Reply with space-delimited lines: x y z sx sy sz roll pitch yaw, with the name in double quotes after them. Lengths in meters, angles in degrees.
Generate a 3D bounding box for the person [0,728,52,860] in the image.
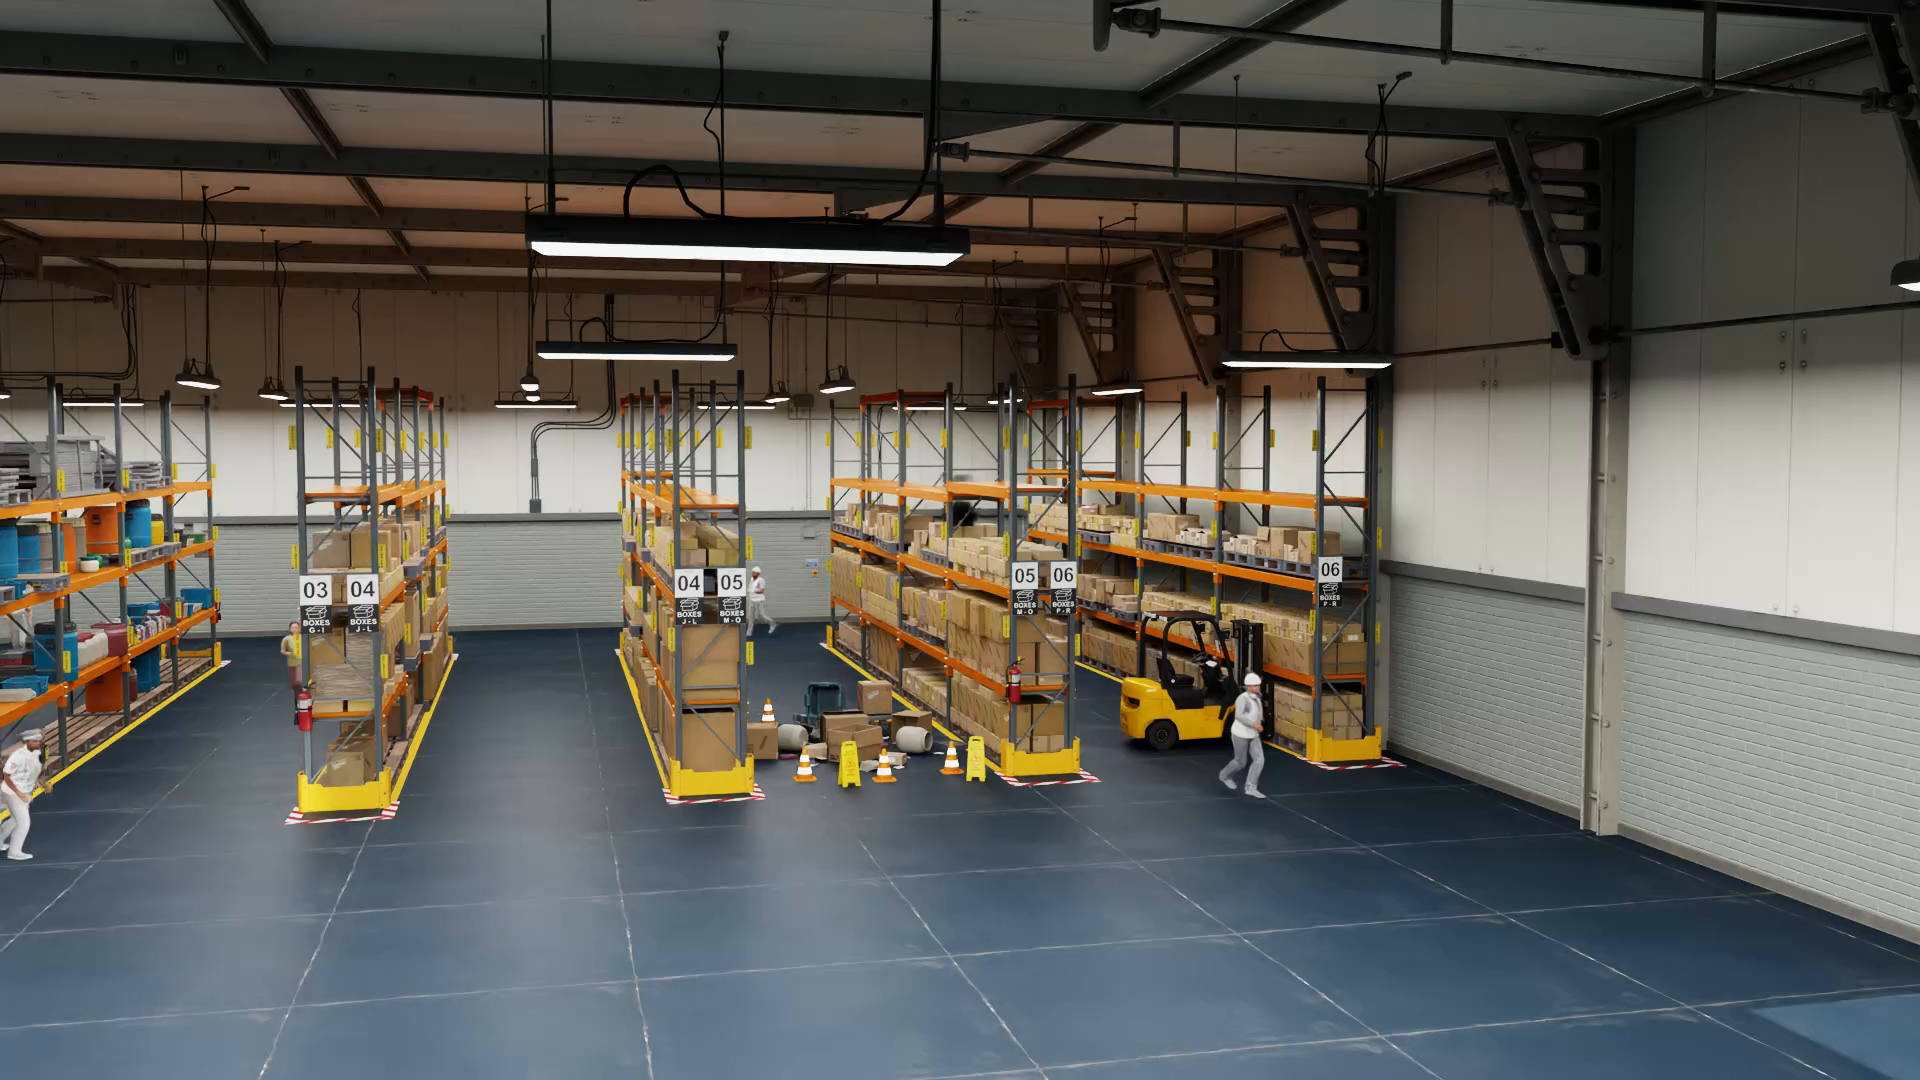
-11.319 3.026 19.916 0.802 1.588 0.607 0 3 -1 "person"

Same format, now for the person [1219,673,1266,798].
3.954 2.728 23.406 0.628 1.750 0.829 -3 5 -44 "person"

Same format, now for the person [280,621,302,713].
-12.260 2.336 30.735 0.521 1.691 0.780 0 3 -7 "person"

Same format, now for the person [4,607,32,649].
-20.700 2.034 36.555 0.516 1.620 0.839 -1 4 -24 "person"

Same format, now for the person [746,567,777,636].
-5.140 1.561 42.344 0.976 1.763 0.700 -2 4 -34 "person"
